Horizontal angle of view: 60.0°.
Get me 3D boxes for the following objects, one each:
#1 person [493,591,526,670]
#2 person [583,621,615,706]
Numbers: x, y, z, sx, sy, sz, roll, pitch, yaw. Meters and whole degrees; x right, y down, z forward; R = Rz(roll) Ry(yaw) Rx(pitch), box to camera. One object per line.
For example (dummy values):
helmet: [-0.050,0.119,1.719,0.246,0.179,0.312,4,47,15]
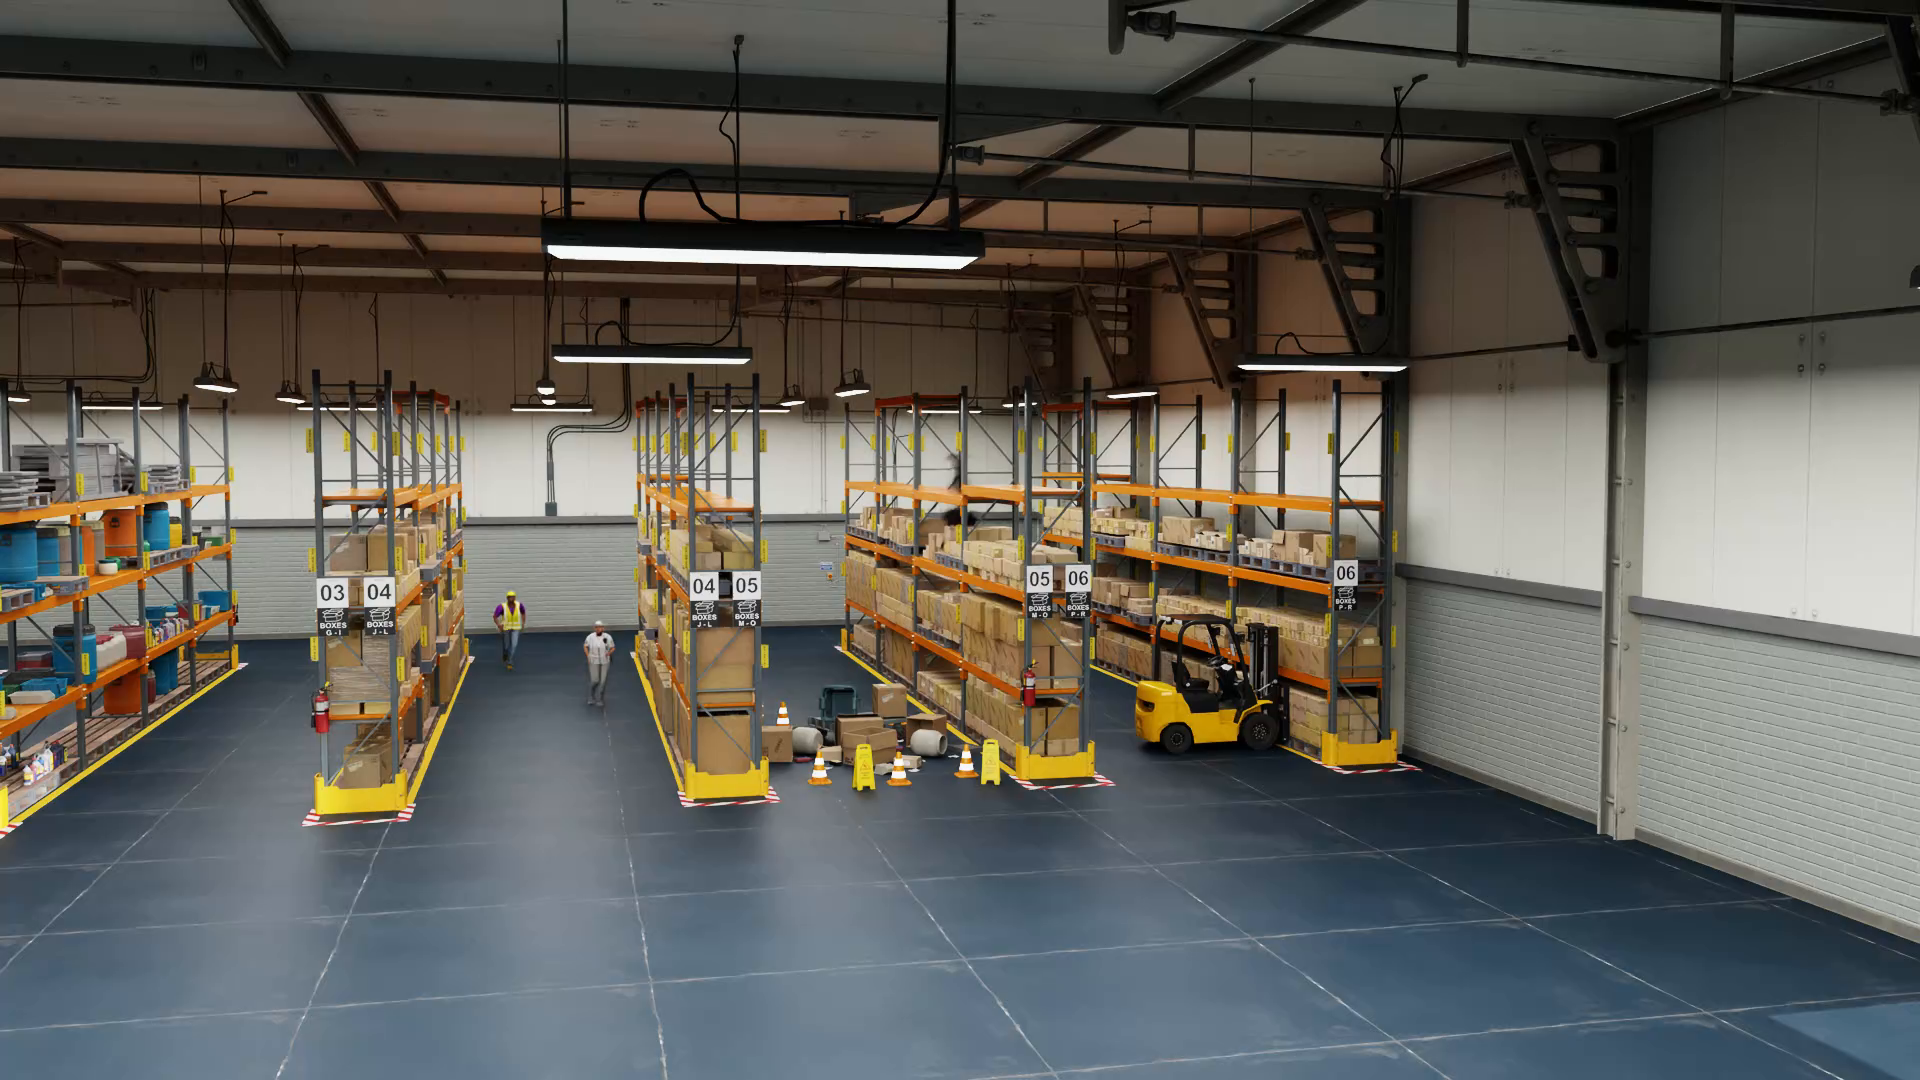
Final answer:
person: [-10.054,2.001,37.185,0.726,1.741,0.780,-2,4,-26]
person: [-6.842,2.357,31.612,0.587,1.634,0.568,-1,3,-16]
